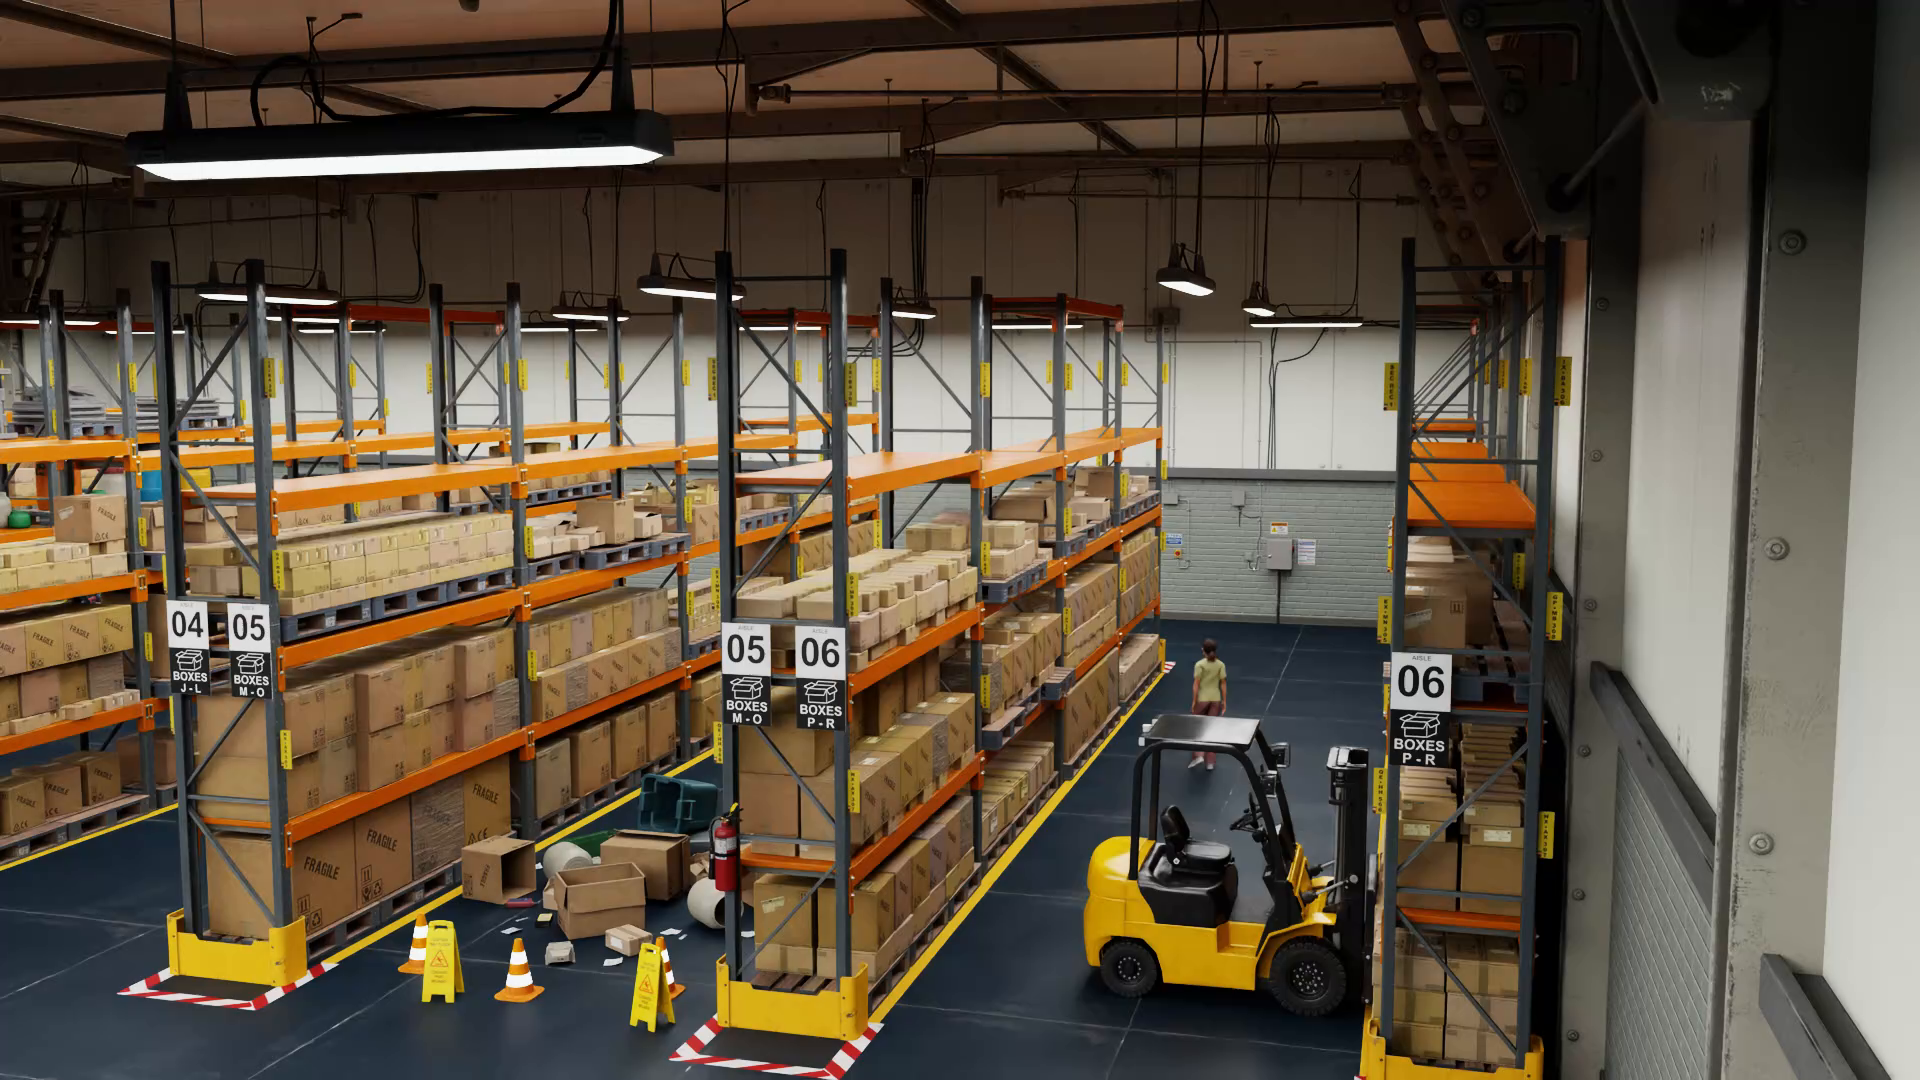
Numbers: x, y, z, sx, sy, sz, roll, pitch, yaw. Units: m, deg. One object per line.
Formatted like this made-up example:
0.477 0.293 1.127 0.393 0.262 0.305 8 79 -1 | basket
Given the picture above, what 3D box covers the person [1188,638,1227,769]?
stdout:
3.163 2.102 21.264 0.486 1.697 0.388 -1 6 -12 | person
